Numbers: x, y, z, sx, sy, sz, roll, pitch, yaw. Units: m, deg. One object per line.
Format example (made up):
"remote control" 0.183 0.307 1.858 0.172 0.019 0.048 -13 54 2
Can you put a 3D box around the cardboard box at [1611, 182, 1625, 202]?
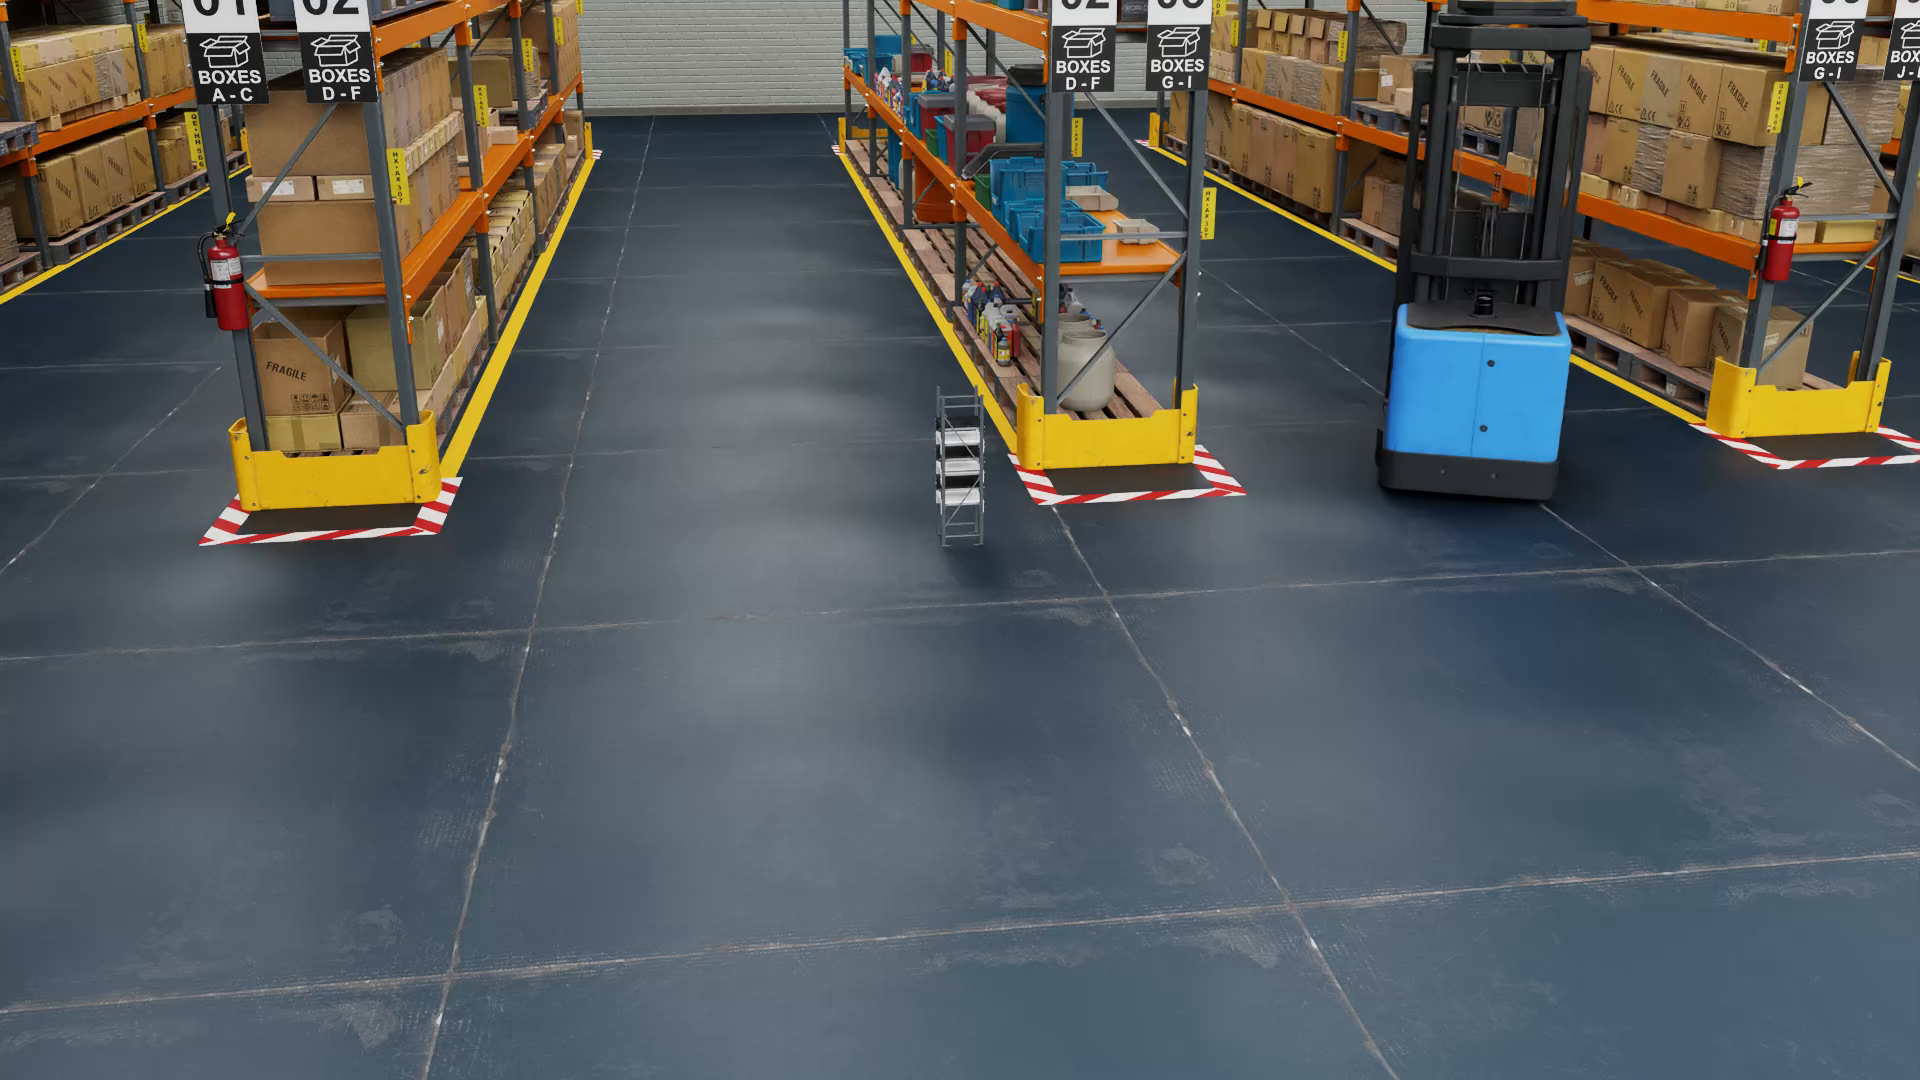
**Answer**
"cardboard box" 5.401 -2.752 13.155 0.380 0.149 0.250 -3 21 -8

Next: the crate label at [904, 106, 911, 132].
"crate label" -0.431 -4.454 17.593 0.303 0.233 0.416 -3 21 -8

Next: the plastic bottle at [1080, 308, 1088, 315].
"plastic bottle" 0.986 -1.722 13.310 0.097 0.271 0.097 0 20 0

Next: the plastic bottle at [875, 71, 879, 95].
"plastic bottle" -1.047 -5.833 21.212 0.061 0.283 0.133 -3 21 -8

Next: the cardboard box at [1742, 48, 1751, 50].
"cardboard box" 9.145 -5.753 19.742 0.380 0.149 0.250 -3 21 -8

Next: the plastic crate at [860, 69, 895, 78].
"plastic crate" -1.124 -6.355 22.752 0.437 0.125 0.590 -3 21 -8

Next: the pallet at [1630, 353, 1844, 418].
"pallet" 5.841 -1.180 12.574 1.003 0.211 1.213 -3 21 -8

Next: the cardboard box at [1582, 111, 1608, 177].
"cardboard box" 5.570 -3.246 13.552 0.875 0.500 0.500 -3 21 -8

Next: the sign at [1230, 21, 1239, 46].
"sign" 3.655 -6.746 22.140 0.100 0.325 0.005 -3 21 -8

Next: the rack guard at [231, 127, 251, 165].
"rack guard" -11.081 -5.805 24.543 1.175 0.500 0.348 -3 21 -8

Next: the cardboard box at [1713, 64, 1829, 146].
"cardboard box" 5.610 -3.009 11.490 0.500 0.500 0.500 -3 21 -8

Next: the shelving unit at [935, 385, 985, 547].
"shelving unit" -0.001 -0.424 9.566 0.258 0.900 0.210 -3 21 -8

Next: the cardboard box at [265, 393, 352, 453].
"cardboard box" -4.239 -0.758 10.788 0.500 0.250 0.500 -3 21 -8

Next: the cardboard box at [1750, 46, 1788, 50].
"cardboard box" 9.756 -5.868 20.047 0.380 0.149 0.250 -3 21 -8

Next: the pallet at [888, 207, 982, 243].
"pallet" -0.276 -3.662 19.218 1.003 0.211 1.213 -3 21 -8

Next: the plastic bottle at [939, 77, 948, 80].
"plastic bottle" -0.195 -5.603 20.607 0.152 0.276 0.135 -3 21 -8

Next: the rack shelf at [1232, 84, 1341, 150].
"rack shelf" 4.492 -5.302 20.654 1.077 0.370 4.000 -3 21 -8

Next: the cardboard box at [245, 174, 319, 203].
"cardboard box" -4.113 -2.152 10.121 0.380 0.149 0.250 -3 21 -9

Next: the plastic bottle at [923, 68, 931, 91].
"plastic bottle" -0.384 -5.750 20.894 0.144 0.351 0.185 -3 21 -8

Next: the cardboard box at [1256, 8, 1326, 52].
"cardboard box" 4.304 -6.628 21.598 0.797 0.503 0.637 -3 21 -9

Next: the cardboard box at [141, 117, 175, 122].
"cardboard box" -10.909 -5.654 22.612 0.380 0.149 0.250 -3 21 -7

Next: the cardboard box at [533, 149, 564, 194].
"cardboard box" -5.182 -4.541 20.530 0.500 0.500 0.500 -3 21 -8

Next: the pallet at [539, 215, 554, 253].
"pallet" -5.093 -3.403 18.525 1.003 0.211 1.213 -3 21 -8

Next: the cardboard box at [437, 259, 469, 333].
"cardboard box" -4.027 -1.827 12.579 0.500 0.500 0.500 -3 21 -8

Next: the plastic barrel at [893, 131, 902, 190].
"plastic barrel" -0.534 -4.861 20.844 0.600 0.901 0.708 -3 21 -8

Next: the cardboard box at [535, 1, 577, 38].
"cardboard box" -5.766 -7.418 23.719 0.500 0.500 0.500 -2 21 -6

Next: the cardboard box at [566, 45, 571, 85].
"cardboard box" -5.550 -6.421 22.478 0.500 0.500 0.500 -3 21 -8

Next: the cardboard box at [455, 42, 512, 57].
"cardboard box" -5.591 -5.667 19.858 0.700 0.500 0.500 0 20 1

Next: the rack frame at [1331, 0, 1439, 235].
"rack frame" 4.781 -4.947 18.674 1.000 3.000 0.127 -3 21 -8

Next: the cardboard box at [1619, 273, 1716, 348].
"cardboard box" 5.669 -1.843 13.335 0.500 0.500 0.500 -1 21 -3

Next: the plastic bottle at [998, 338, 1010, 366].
"plastic bottle" 0.334 -1.436 12.645 0.097 0.201 0.097 0 20 0

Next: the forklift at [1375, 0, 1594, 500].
"forklift" 3.513 -2.098 11.143 1.130 2.935 3.031 5 21 14

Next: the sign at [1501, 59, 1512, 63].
"sign" 4.808 -4.075 14.685 0.100 0.325 0.005 -3 21 -8

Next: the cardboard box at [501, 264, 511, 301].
"cardboard box" -4.332 -2.301 14.920 0.500 0.250 0.500 -2 21 -6

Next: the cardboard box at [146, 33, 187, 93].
"cardboard box" -10.663 -6.164 21.505 0.980 0.700 0.700 -3 21 -9

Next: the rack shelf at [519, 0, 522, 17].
"rack shelf" -5.311 -6.209 18.794 1.077 0.370 4.000 -3 21 -8

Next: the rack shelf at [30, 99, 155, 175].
"rack shelf" -10.213 -4.553 18.647 1.077 0.370 4.000 -3 21 -8

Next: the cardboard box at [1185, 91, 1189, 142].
"cardboard box" 3.930 -6.385 24.962 0.875 0.875 0.875 -3 21 -8

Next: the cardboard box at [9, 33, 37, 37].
"cardboard box" -10.462 -5.422 18.277 0.500 0.250 0.500 -3 21 -9

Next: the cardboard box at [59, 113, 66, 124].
"cardboard box" -9.929 -4.569 17.992 0.380 0.149 0.250 -2 21 -7

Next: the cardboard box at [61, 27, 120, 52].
"cardboard box" -10.116 -5.803 19.297 0.500 0.250 0.500 -2 21 -7

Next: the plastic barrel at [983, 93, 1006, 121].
"plastic barrel" 0.429 -3.972 15.870 0.433 0.535 0.433 0 20 0

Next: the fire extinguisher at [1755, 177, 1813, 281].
"fire extinguisher" 5.494 -2.078 11.103 0.296 0.674 0.183 -3 21 -8

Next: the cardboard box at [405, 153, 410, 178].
"cardboard box" -3.823 -2.441 10.895 0.380 0.149 0.250 -3 21 -9

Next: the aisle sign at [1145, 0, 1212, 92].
"aisle sign" 1.333 -3.135 10.107 0.394 0.787 0.004 -3 21 -8

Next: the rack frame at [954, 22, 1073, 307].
"rack frame" 0.456 -3.312 14.297 1.000 3.000 0.127 -3 21 -8

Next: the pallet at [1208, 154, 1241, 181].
"pallet" 4.172 -5.293 23.585 1.003 0.211 1.213 -3 21 -8

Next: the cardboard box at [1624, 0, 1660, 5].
"cardboard box" 5.395 -4.190 12.576 0.500 0.250 0.500 -3 21 -9

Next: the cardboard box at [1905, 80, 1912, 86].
"cardboard box" 10.054 -4.817 16.754 0.700 0.500 0.500 -3 21 -7

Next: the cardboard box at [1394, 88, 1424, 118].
"cardboard box" 4.795 -4.481 17.042 0.500 0.250 0.500 -4 21 -9

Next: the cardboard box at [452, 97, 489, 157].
"cardboard box" -4.765 -3.915 15.769 0.500 0.500 0.500 -4 21 -11
